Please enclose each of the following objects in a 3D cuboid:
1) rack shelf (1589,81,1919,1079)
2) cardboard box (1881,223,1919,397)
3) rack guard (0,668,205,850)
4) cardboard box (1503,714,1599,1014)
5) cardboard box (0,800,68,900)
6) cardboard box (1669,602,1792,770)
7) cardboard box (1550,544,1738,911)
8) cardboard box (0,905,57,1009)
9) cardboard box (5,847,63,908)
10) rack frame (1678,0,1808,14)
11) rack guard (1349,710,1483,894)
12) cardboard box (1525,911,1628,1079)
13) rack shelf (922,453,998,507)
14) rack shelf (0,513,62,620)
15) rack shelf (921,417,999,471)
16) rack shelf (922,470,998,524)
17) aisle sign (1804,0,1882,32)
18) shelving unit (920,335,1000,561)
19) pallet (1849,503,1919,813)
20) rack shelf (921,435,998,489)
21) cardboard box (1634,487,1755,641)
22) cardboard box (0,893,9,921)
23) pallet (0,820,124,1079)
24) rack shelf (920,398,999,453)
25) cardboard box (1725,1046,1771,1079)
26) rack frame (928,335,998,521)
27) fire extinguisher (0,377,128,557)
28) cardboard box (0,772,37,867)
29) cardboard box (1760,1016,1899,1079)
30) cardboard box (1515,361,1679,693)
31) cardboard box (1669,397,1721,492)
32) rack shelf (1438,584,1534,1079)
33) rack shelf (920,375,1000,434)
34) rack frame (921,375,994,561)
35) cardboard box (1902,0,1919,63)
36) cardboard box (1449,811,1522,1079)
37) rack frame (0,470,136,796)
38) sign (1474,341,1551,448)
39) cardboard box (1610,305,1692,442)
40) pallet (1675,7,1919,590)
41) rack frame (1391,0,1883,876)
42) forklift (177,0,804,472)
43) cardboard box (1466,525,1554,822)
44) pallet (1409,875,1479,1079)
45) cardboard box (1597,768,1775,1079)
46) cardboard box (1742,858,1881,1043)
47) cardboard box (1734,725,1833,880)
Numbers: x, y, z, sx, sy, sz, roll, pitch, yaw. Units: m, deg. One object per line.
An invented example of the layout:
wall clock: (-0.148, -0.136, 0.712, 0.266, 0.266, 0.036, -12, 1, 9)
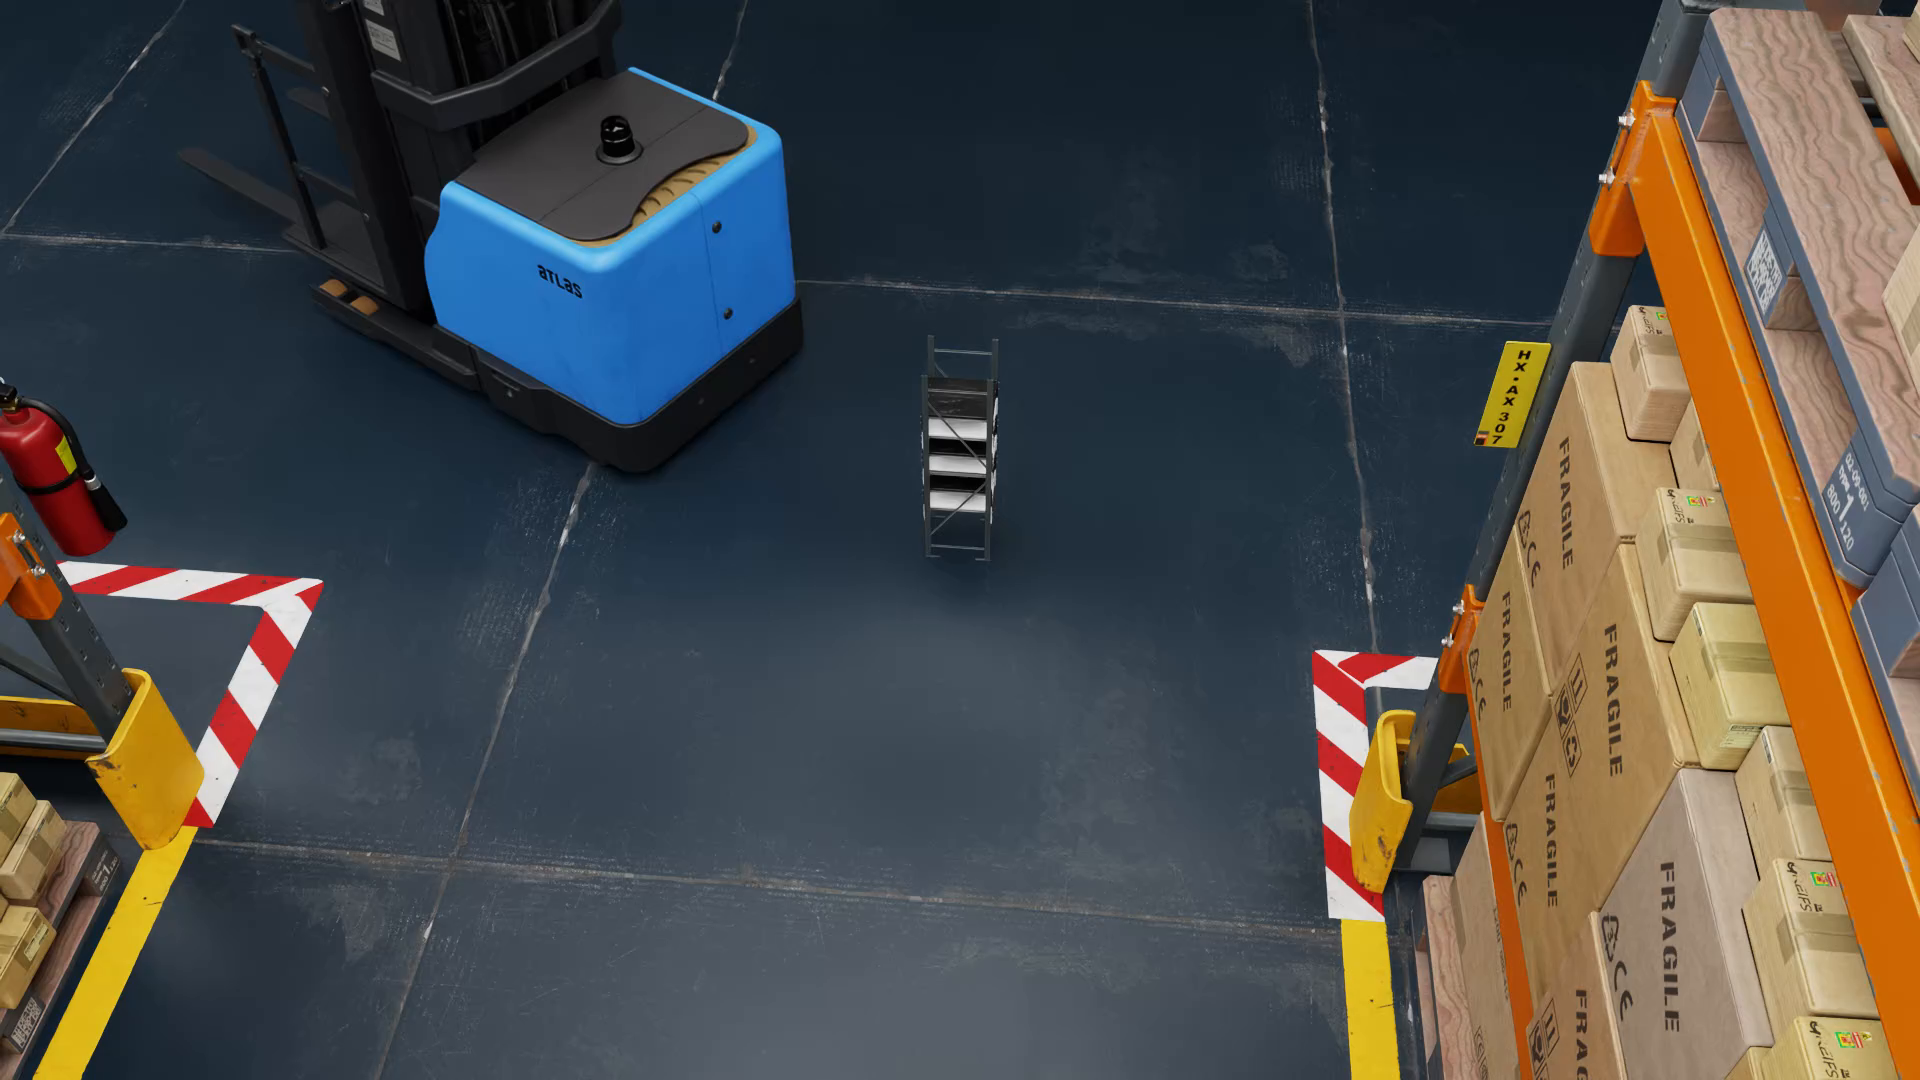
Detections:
rack shelf: (1.658, 0.725, 2.009, 1.077, 0.370, 4.000, 4, 48, 4)
cardboard box: (1.512, -0.294, 2.272, 0.380, 0.149, 0.250, 5, 48, 5)
rack guard: (-3.105, 0.665, 5.303, 1.175, 0.500, 0.348, 4, 48, 4)
cardboard box: (1.492, 0.698, 3.511, 0.500, 0.500, 0.500, 3, 48, 3)
cardboard box: (-2.862, 0.893, 4.846, 0.380, 0.149, 0.250, 3, 48, 2)
cardboard box: (1.435, 0.252, 2.802, 0.380, 0.149, 0.250, 2, 48, 2)
cardboard box: (1.473, 0.367, 3.136, 0.500, 0.500, 0.500, 3, 48, 2)
cardboard box: (-2.861, 1.183, 4.783, 0.380, 0.149, 0.250, 5, 48, 5)
cardboard box: (-2.939, 0.987, 4.962, 0.380, 0.149, 0.250, 5, 48, 4)
rack frame: (1.840, -2.000, 1.981, 1.000, 3.000, 0.127, 4, 48, 4)
rack guard: (1.842, 0.850, 5.133, 1.175, 0.500, 0.348, 4, 48, 4)
cardboard box: (1.428, 1.070, 3.171, 0.500, 0.500, 0.500, 4, 48, 3)
rack shelf: (0.001, -0.226, 6.014, 0.258, 0.077, 0.200, 4, 48, 4)
rack shelf: (-3.281, 1.478, 3.353, 1.077, 0.370, 4.000, 4, 48, 4)
rack shelf: (0.001, -0.348, 5.882, 0.258, 0.077, 0.200, 4, 48, 4)
rack shelf: (0.001, -0.166, 6.081, 0.258, 0.077, 0.200, 4, 48, 4)
aisle sign: (1.558, -0.925, 3.302, 0.394, 0.787, 0.004, 4, 48, 4)
shelving unit: (0.001, -0.310, 5.923, 0.258, 0.900, 0.210, 4, 48, 4)
pallet: (1.674, 0.487, 1.799, 1.003, 0.211, 1.213, 4, 48, 4)
rack shelf: (0.001, -0.287, 5.948, 0.258, 0.077, 0.200, 4, 48, 4)
cardboard box: (1.441, 0.057, 2.980, 0.380, 0.149, 0.250, 5, 48, 5)
cardboard box: (-2.940, 1.081, 4.674, 0.380, 0.149, 0.250, 3, 48, 3)
pallet: (-3.215, 1.357, 4.865, 1.003, 0.211, 1.213, 4, 48, 4)
rack shelf: (0.001, -0.409, 5.815, 0.258, 0.077, 0.200, 4, 48, 4)
cardboard box: (1.389, 1.112, 2.454, 0.500, 0.500, 0.500, 4, 48, 4)
rack frame: (0.010, -0.384, 5.992, 0.240, 0.900, 0.006, 4, 48, 4)
fire extinguisher: (-2.616, -0.236, 4.738, 0.296, 0.674, 0.183, 4, 48, 4)
cardboard box: (-2.894, 0.792, 4.737, 0.380, 0.149, 0.250, 4, 48, 4)
cardboard box: (1.349, 0.813, 2.288, 0.380, 0.149, 0.250, 3, 48, 3)
cardboard box: (1.513, -0.013, 3.484, 0.500, 0.500, 0.500, 3, 48, 3)
cardboard box: (1.579, -0.126, 3.148, 0.380, 0.149, 0.250, 5, 48, 4)
rack shelf: (1.658, 1.737, 3.116, 1.077, 0.370, 4.000, 4, 48, 4)
rack shelf: (0.001, -0.469, 5.749, 0.258, 0.077, 0.200, 4, 48, 4)
rack frame: (-0.009, -0.235, 5.855, 0.240, 0.900, 0.006, 4, 48, 4)
cardboard box: (1.889, -0.776, 2.643, 0.500, 0.250, 0.500, 0, 48, 0)
cardboard box: (1.880, 1.239, 4.536, 0.875, 0.438, 0.875, 2, 48, 2)
rack frame: (-3.098, -0.234, 4.431, 1.000, 3.000, 0.127, 4, 48, 4)
sign: (1.288, -0.336, 3.884, 0.100, 0.325, 0.005, 4, 48, 4)
cardboard box: (1.532, -0.323, 3.328, 0.380, 0.149, 0.250, 5, 48, 4)
pallet: (1.783, -0.412, 2.621, 1.003, 0.211, 1.213, 4, 48, 4)
rack frame: (1.840, 0.024, 4.195, 1.000, 3.000, 0.127, 4, 48, 4)
forklift: (-2.140, -2.139, 6.220, 3.031, 2.935, 1.130, 28, 54, 23)
cardboard box: (1.511, 0.324, 3.853, 0.500, 0.500, 0.500, 4, 48, 3)
pallet: (1.845, 1.558, 4.682, 1.003, 0.211, 1.213, 4, 48, 4)
cardboard box: (1.434, 0.746, 2.790, 0.500, 0.500, 0.500, 4, 48, 3)
cardboard box: (1.399, 0.629, 2.457, 0.380, 0.149, 0.250, 4, 48, 4)
cardboard box: (1.464, 0.448, 2.622, 0.380, 0.149, 0.250, 4, 48, 4)
